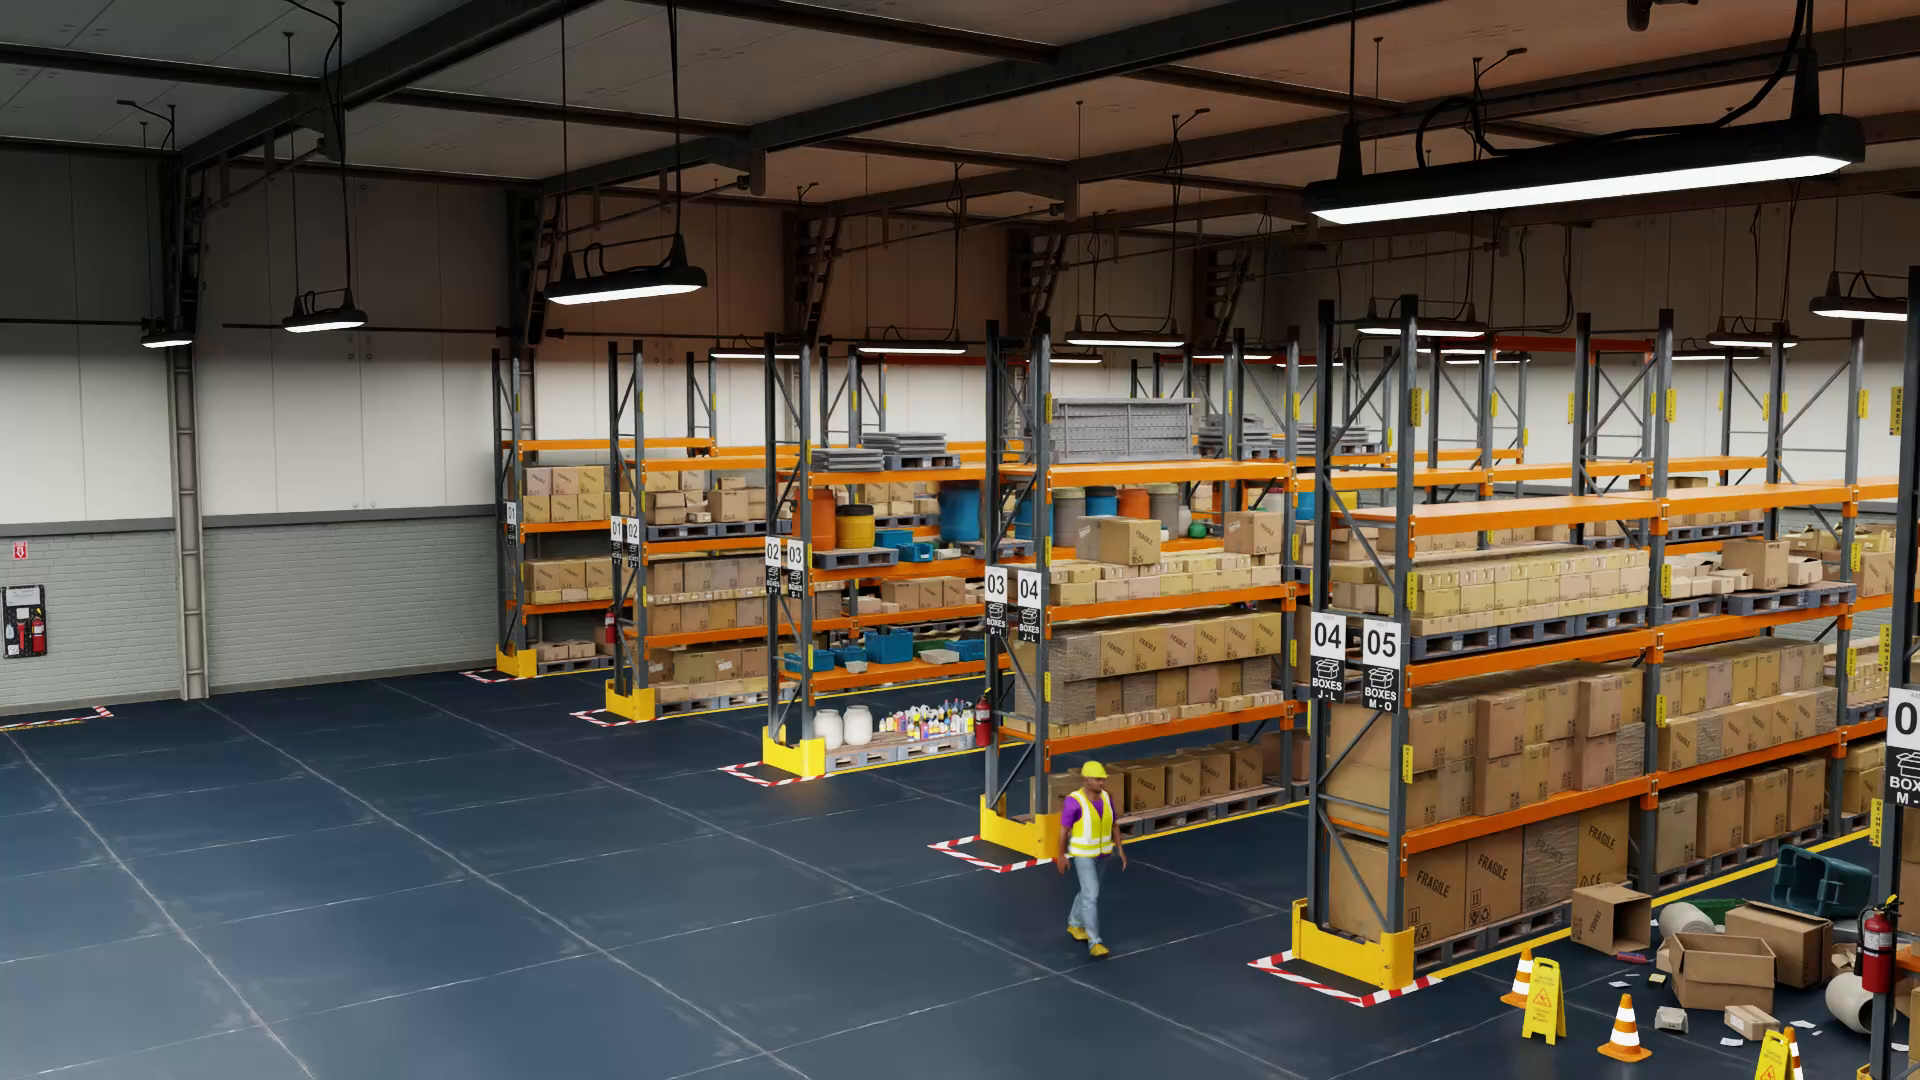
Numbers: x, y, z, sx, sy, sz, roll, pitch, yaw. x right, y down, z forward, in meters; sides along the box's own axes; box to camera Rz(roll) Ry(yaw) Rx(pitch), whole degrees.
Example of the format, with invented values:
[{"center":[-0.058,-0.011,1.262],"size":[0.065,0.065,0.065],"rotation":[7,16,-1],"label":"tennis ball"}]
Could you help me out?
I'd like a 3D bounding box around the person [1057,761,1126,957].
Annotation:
[{"center":[1.262,2.936,15.461],"size":[0.614,1.733,0.885],"rotation":[-4,6,-37],"label":"person"}]
